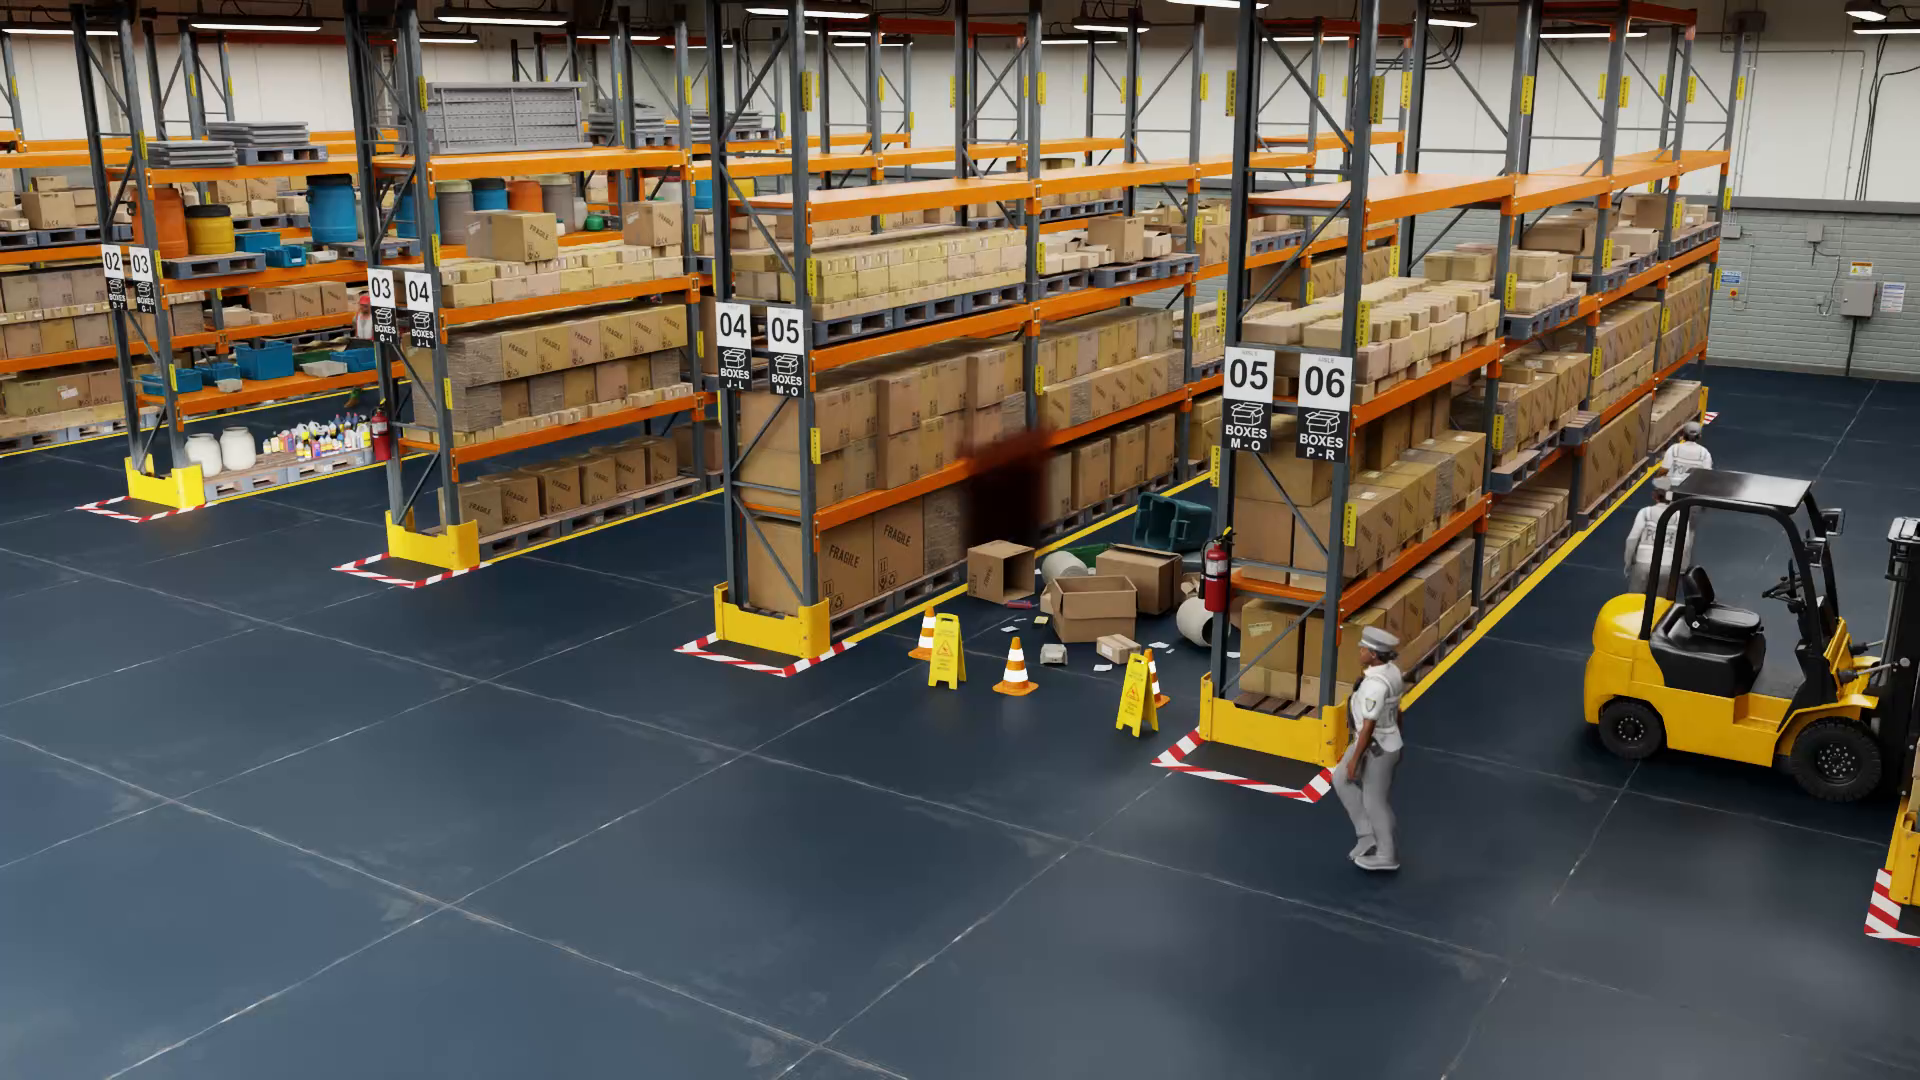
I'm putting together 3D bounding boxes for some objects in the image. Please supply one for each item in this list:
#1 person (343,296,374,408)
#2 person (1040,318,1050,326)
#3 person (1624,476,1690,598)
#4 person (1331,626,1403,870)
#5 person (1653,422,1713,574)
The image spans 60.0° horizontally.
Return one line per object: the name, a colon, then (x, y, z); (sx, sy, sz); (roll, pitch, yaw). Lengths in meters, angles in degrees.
person: (-9.596, -3.072, 26.915); (0.642, 1.750, 0.969); (5, 16, 19)
person: (1.449, -2.805, 26.427); (0.534, 1.506, 0.785); (13, 20, 38)
person: (6.359, 0.277, 15.193); (0.565, 1.636, 0.622); (4, 16, 13)
person: (2.727, 1.411, 11.041); (0.477, 1.719, 0.440); (3, 16, 11)
person: (7.702, -0.425, 17.735); (0.541, 1.652, 0.642); (4, 16, 16)
